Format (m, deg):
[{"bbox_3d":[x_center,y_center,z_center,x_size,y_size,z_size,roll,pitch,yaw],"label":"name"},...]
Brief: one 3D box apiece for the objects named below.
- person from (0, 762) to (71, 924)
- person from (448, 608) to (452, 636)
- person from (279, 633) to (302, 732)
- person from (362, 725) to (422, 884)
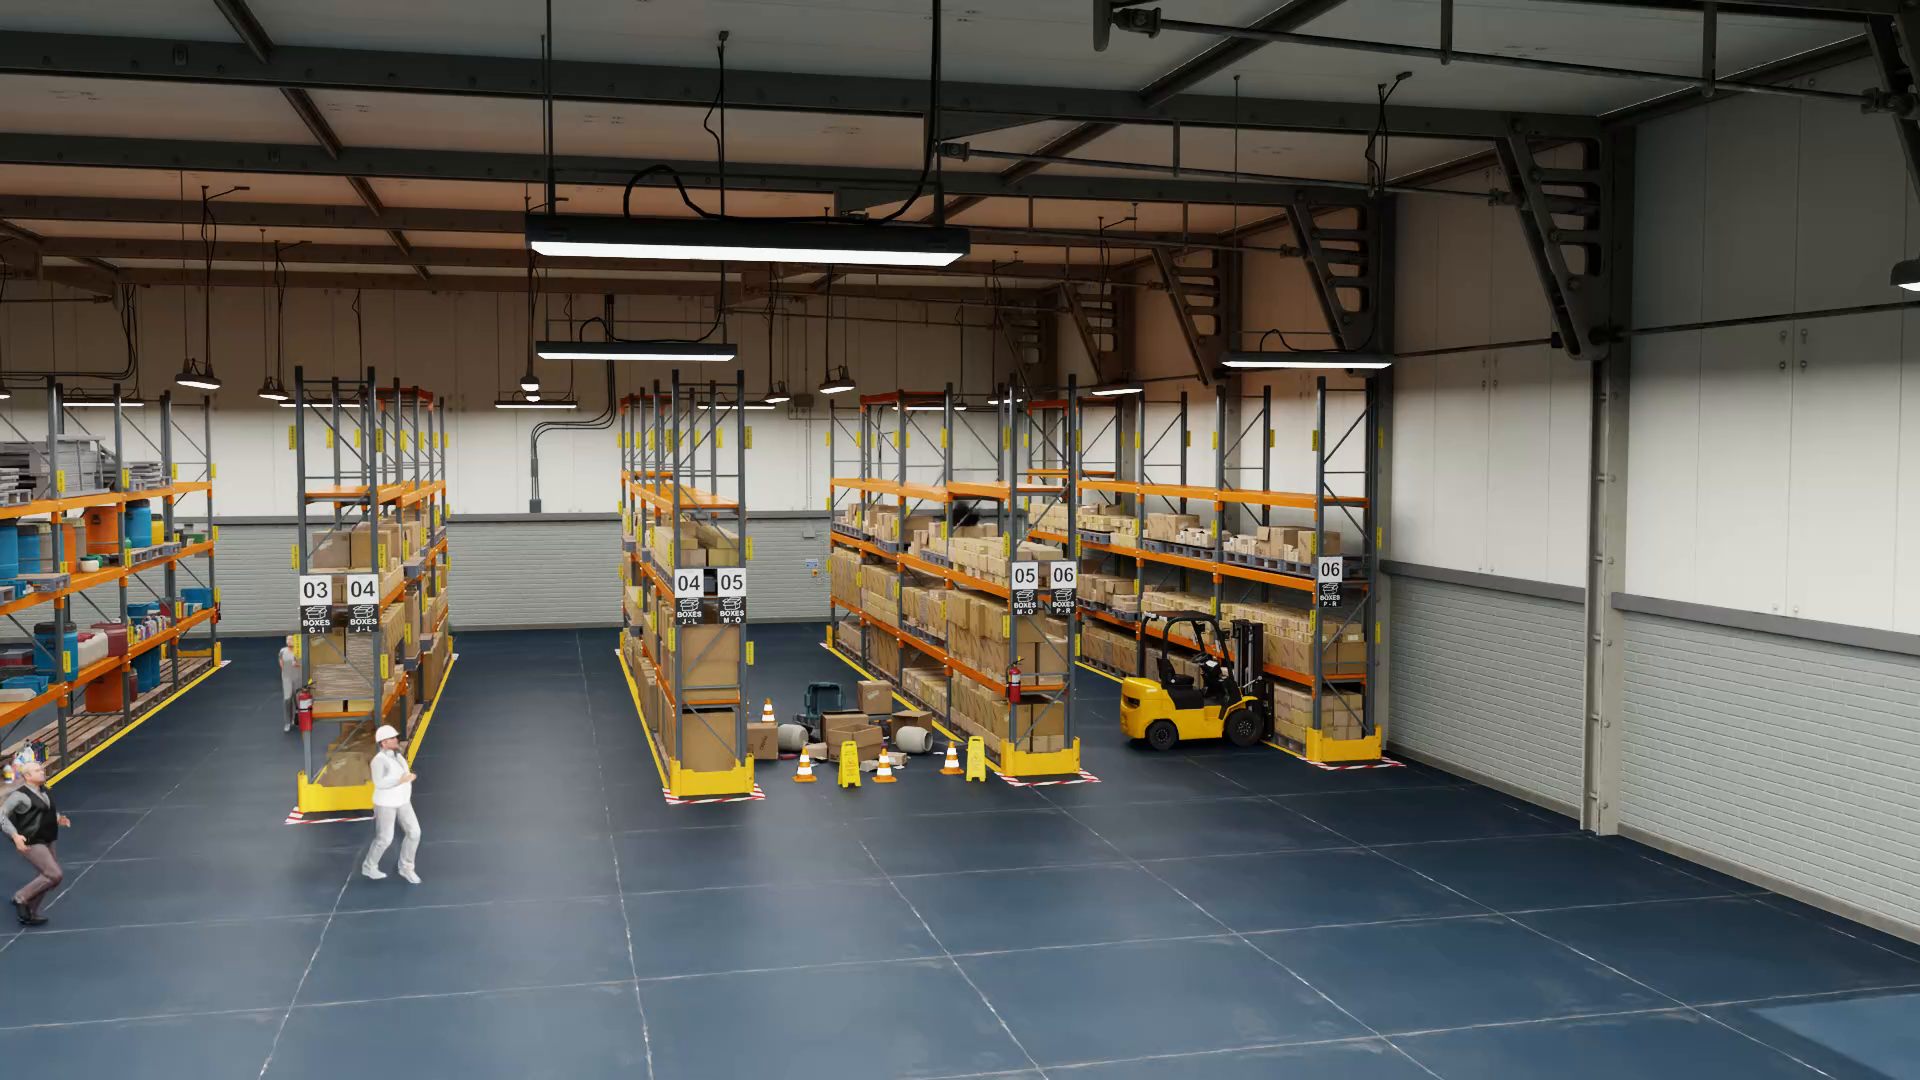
[{"bbox_3d":[-9.479,3.130,17.147,0.591,1.680,0.644,0,3,3],"label":"person"},{"bbox_3d":[-12.339,1.787,39.099,0.727,1.815,0.665,-1,3,-9],"label":"person"},{"bbox_3d":[-11.552,2.462,28.845,0.536,1.725,0.737,-1,4,-14],"label":"person"},{"bbox_3d":[-6.403,2.998,18.745,0.734,1.825,0.639,1,4,17],"label":"person"}]
